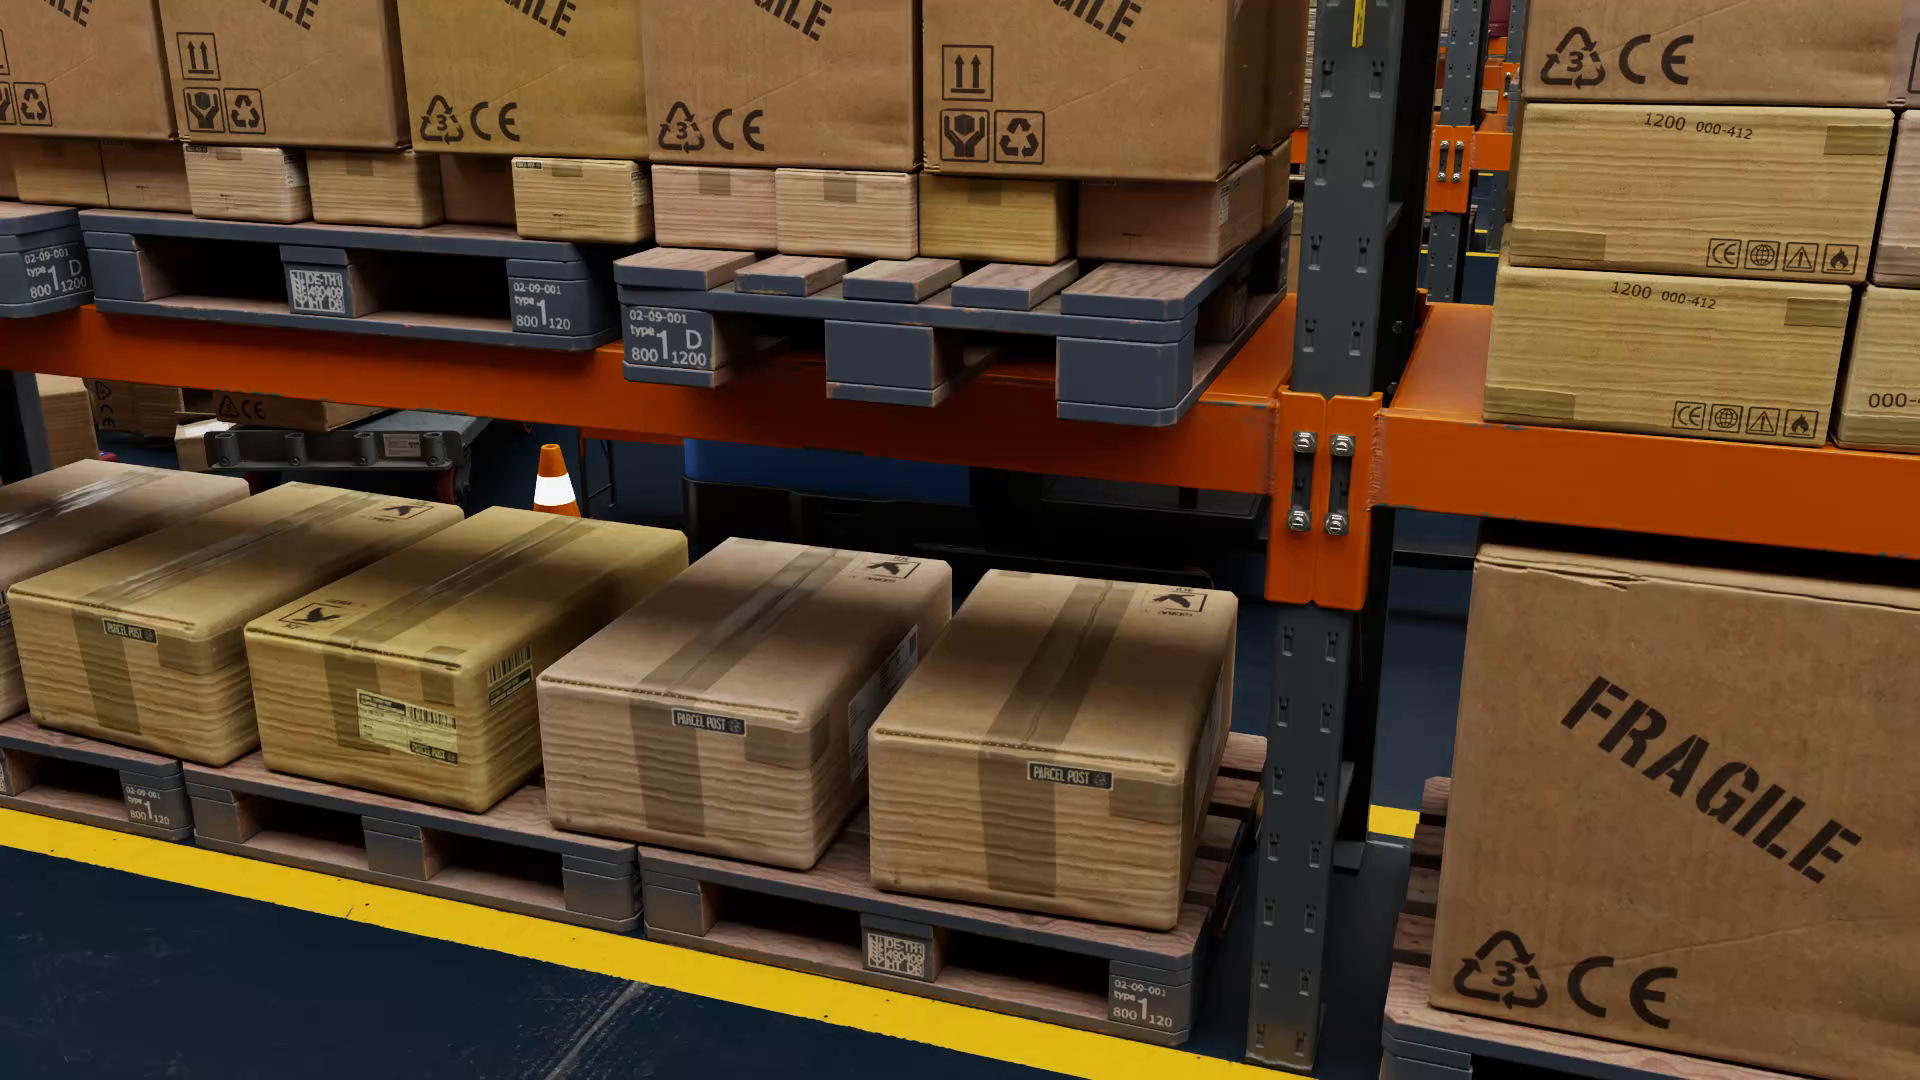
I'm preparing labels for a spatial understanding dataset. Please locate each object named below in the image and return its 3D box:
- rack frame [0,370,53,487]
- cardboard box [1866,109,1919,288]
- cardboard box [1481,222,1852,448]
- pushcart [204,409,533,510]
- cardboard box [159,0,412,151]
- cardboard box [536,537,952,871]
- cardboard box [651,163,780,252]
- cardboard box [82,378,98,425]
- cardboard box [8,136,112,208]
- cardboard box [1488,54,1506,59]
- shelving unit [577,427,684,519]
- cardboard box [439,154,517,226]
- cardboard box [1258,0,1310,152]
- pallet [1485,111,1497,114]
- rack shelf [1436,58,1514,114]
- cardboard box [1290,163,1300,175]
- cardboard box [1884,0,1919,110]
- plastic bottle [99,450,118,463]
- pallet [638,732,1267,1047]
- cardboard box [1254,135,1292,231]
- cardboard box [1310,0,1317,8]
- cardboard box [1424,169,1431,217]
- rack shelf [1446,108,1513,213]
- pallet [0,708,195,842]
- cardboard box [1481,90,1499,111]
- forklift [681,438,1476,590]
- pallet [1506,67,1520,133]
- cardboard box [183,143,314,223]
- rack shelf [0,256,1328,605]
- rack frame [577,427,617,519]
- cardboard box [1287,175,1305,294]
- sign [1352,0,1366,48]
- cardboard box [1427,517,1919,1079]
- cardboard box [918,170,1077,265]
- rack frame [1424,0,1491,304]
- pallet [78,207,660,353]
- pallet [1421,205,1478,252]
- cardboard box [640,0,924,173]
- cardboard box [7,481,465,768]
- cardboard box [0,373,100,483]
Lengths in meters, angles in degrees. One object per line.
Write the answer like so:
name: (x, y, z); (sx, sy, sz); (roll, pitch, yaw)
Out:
rack frame: (-3.008, -0.992, 4.366); (0.127, 3.000, 1.000); (7, 20, 18)
cardboard box: (1.656, -0.538, 2.531); (0.500, 0.250, 0.500); (7, 20, 19)
cardboard box: (1.150, -0.358, 2.775); (0.500, 0.250, 0.500); (6, 20, 17)
pushcart: (-2.307, -0.469, 6.847); (0.936, 0.377, 1.648); (0, 19, -1)
cardboard box: (-1.234, -1.075, 3.361); (0.500, 0.500, 0.500); (6, 20, 16)
cardboard box: (-0.459, 0.341, 3.896); (0.625, 0.372, 0.950); (6, 20, 17)
cardboard box: (-0.381, -0.652, 3.132); (0.250, 0.149, 0.380); (6, 20, 15)
cardboard box: (-4.296, -0.843, 7.731); (0.637, 0.503, 0.797); (-7, 20, -20)
cardboard box: (-1.834, -0.837, 3.663); (0.250, 0.149, 0.380); (7, 20, 19)
cardboard box: (8.202, -7.351, 25.737); (0.500, 0.500, 0.700); (7, 20, 19)
shelving unit: (-1.142, -0.646, 6.107); (0.503, 1.200, 0.258); (6, 20, 16)
cardboard box: (-0.842, -0.743, 3.396); (0.250, 0.149, 0.380); (7, 20, 18)
cardboard box: (0.422, -1.067, 3.338); (0.500, 0.500, 0.500); (6, 20, 17)
pallet: (6.512, -5.506, 21.550); (1.213, 0.211, 1.003); (7, 20, 18)
rack shelf: (2.134, -3.518, 12.704); (4.000, 0.370, 1.077); (7, 20, 18)
cardboard box: (2.317, -2.850, 12.825); (0.500, 0.500, 0.700); (8, 21, 23)
cardboard box: (1.628, -0.900, 2.430); (0.500, 0.500, 0.500); (7, 20, 18)
plastic bottle: (-3.611, -0.327, 6.923); (0.283, 0.061, 0.133); (10, 22, 27)
pallet: (0.033, 0.671, 3.829); (1.213, 0.211, 1.003); (7, 20, 18)
cardboard box: (0.525, -0.733, 3.366); (0.250, 0.149, 0.380); (5, 20, 15)
cardboard box: (1.879, -2.681, 7.540); (0.500, 0.500, 0.700); (6, 20, 18)
cardboard box: (3.383, -2.735, 12.495); (0.500, 0.500, 0.700); (5, 20, 15)
rack shelf: (4.189, -1.555, 7.072); (4.000, 0.370, 1.077); (7, 20, 18)
pallet: (-2.272, 0.408, 4.585); (1.213, 0.211, 1.003); (7, 20, 18)
cardboard box: (6.700, -5.602, 21.130); (0.500, 0.250, 0.500); (7, 20, 19)
forklift: (0.605, -1.327, 5.431); (3.031, 2.935, 1.130); (5, 20, 15)
pallet: (3.008, -1.976, 7.479); (1.003, 0.211, 1.213); (7, 20, 18)
cardboard box: (-1.367, -0.765, 3.457); (0.250, 0.149, 0.380); (7, 21, 20)
rack shelf: (-1.119, -0.437, 3.865); (4.000, 0.370, 1.077); (7, 20, 18)
rack frame: (-1.376, -0.669, 6.173); (0.015, 1.200, 0.240); (6, 20, 16)
cardboard box: (1.754, -1.340, 8.144); (0.750, 0.750, 1.050); (6, 20, 17)
sign: (0.601, -0.900, 2.462); (0.005, 0.325, 0.100); (7, 20, 18)
cardboard box: (1.396, 0.345, 3.119); (0.875, 0.875, 0.875); (6, 20, 18)
cardboard box: (0.107, -0.609, 3.009); (0.250, 0.149, 0.380); (7, 20, 19)
rack frame: (2.300, -2.110, 7.573); (0.127, 3.000, 1.000); (7, 20, 18)
pallet: (-1.113, -0.671, 3.735); (1.213, 0.211, 1.003); (7, 20, 18)
pallet: (3.285, -2.410, 12.669); (1.213, 0.211, 1.003); (7, 20, 18)
cardboard box: (-0.242, -0.961, 3.036); (0.500, 0.500, 0.500); (6, 20, 17)
cardboard box: (-1.831, 0.183, 4.350); (0.625, 0.372, 0.950); (8, 21, 21)
cardboard box: (-3.573, -0.352, 6.323); (0.500, 0.500, 0.500); (-11, 22, -29)
